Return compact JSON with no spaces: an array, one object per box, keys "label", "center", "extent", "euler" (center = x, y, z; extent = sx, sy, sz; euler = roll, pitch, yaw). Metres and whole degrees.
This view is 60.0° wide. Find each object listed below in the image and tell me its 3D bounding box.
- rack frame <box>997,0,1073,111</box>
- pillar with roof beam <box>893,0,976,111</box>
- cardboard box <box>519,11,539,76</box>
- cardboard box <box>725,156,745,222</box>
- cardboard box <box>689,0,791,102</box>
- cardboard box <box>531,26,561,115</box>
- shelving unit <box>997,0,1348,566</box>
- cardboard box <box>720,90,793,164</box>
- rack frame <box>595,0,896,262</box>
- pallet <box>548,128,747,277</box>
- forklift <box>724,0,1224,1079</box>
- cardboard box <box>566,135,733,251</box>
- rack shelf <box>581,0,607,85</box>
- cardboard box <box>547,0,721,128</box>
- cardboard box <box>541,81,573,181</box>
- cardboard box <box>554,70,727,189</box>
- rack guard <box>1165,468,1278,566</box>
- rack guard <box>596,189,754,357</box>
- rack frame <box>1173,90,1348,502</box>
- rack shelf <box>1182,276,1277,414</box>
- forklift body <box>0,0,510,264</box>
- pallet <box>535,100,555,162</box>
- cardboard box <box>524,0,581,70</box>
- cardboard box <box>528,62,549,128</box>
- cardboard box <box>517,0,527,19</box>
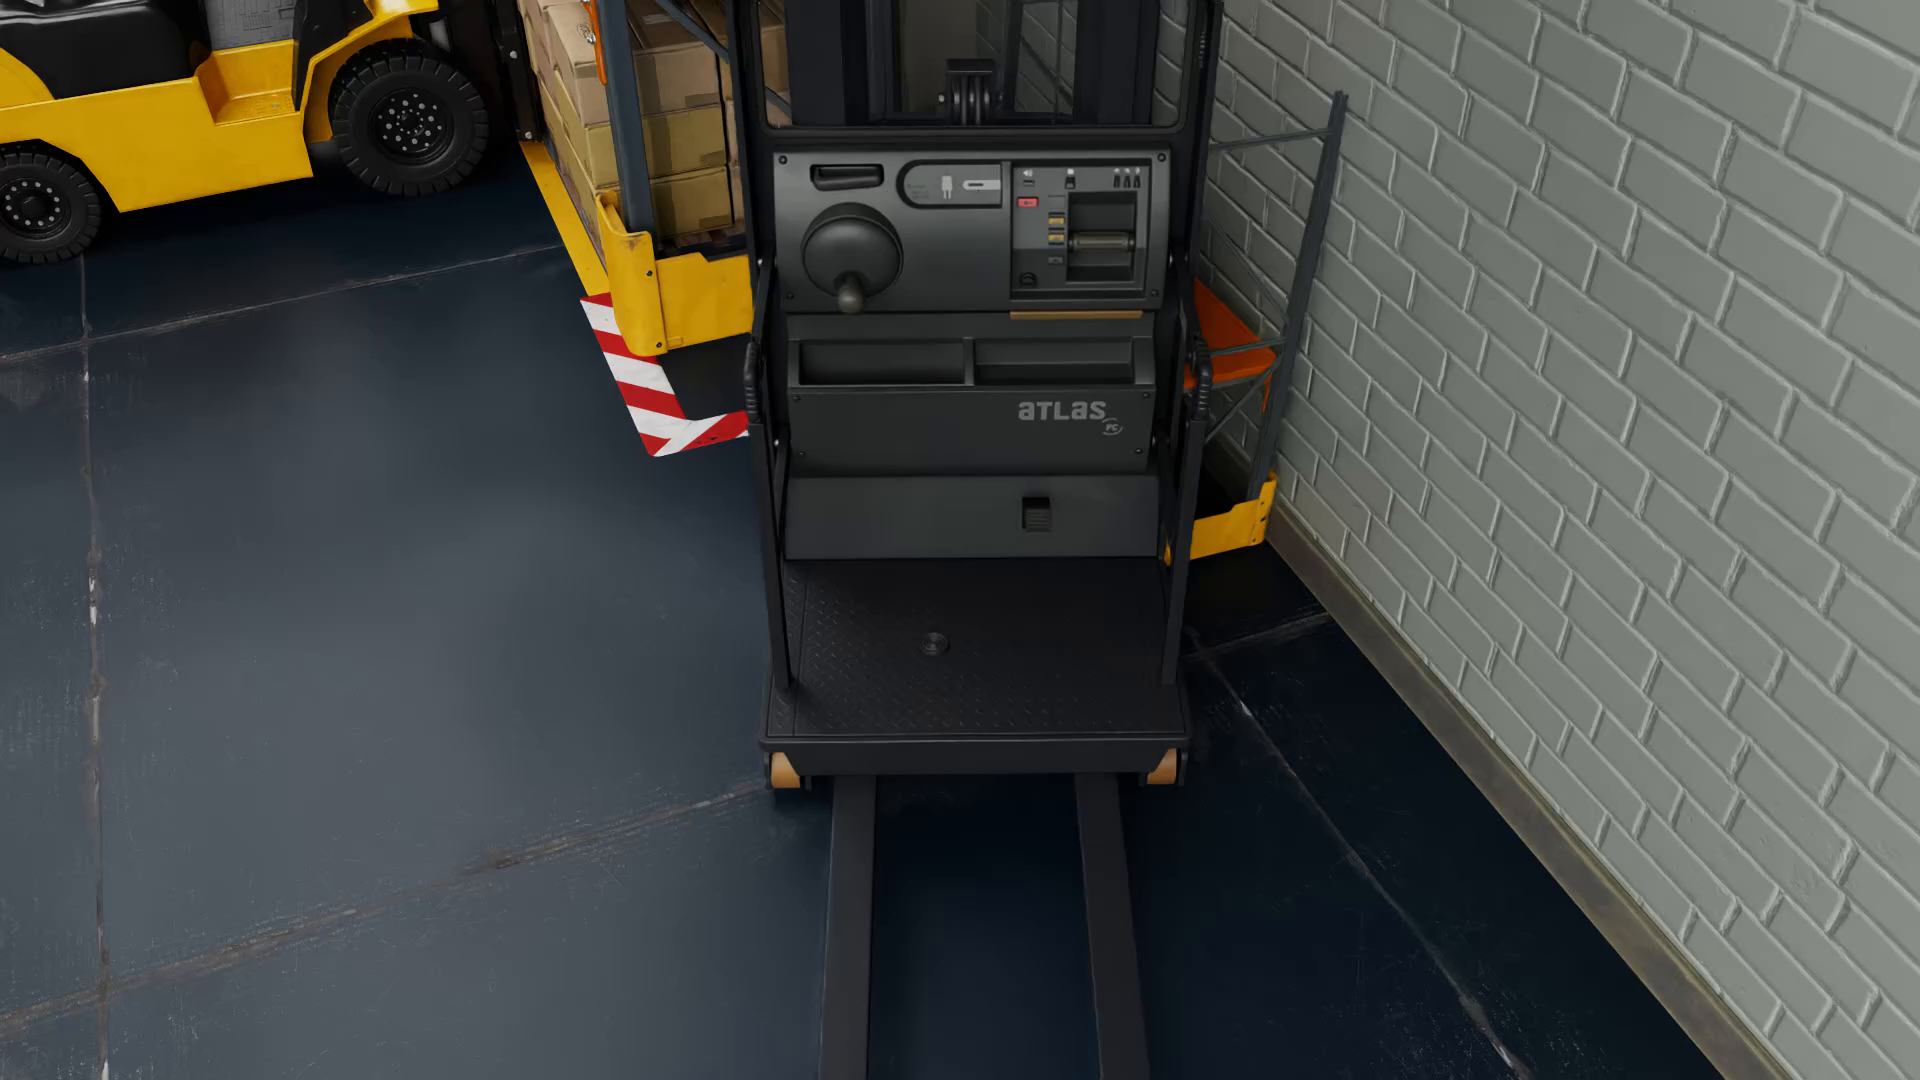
[{"label":"rack frame","center":[0.327,-1.135,5.384],"extent":[0.500,1.500,0.032],"euler":[-13,42,-20]},{"label":"pillar with roof beam","center":[-4.124,-3.897,2.879],"extent":[9.100,9.000,0.400],"euler":[-15,43,-17]},{"label":"cardboard box","center":[-1.587,-2.184,6.892],"extent":[0.500,0.250,0.500],"euler":[-16,43,-18]},{"label":"cardboard box","center":[-0.720,-1.513,6.496],"extent":[0.500,0.250,0.500],"euler":[-15,43,-17]},{"label":"cardboard box","center":[-0.722,-1.884,6.160],"extent":[0.500,0.250,0.500],"euler":[-16,43,-18]},{"label":"cardboard box","center":[-1.370,-1.878,6.537],"extent":[0.500,0.250,0.500],"euler":[-16,43,-17]},{"label":"shelving unit","center":[0.528,-0.836,5.038],"extent":[0.587,1.500,1.083],"euler":[-13,42,-20]},{"label":"cardboard box","center":[-0.701,-1.693,6.321],"extent":[0.500,0.250,0.500],"euler":[-14,43,-16]},{"label":"rack frame","center":[-0.713,-2.052,5.335],"extent":[1.000,3.000,0.127],"euler":[-15,43,-17]},{"label":"pallet","center":[-1.044,-1.445,6.768],"extent":[1.003,0.211,1.213],"euler":[-15,43,-17]},{"label":"forklift","center":[0.034,-0.654,3.762],"extent":[1.130,2.935,3.031],"euler":[0,41,-1]},{"label":"cardboard box","center":[-1.185,-1.373,6.332],"extent":[0.500,0.250,0.500],"euler":[-15,43,-17]},{"label":"rack shelf","center":[-1.478,-2.984,6.971],"extent":[1.077,0.370,4.000],"euler":[-15,43,-17]},{"label":"cardboard box","center":[-1.177,-1.747,6.001],"extent":[0.500,0.250,0.500],"euler":[-14,43,-15]},{"label":"cardboard box","center":[-1.366,-1.674,6.683],"extent":[0.500,0.250,0.500],"euler":[-15,43,-17]},{"label":"cardboard box","center":[-1.188,-1.573,6.182],"extent":[0.500,0.250,0.500],"euler":[-16,43,-17]},{"label":"rack guard","center":[0.686,-0.054,5.087],"extent":[0.587,0.250,0.087],"euler":[-13,42,-20]},{"label":"rack guard","center":[-0.704,-1.089,6.133],"extent":[1.175,0.500,0.348],"euler":[-15,43,-17]},{"label":"rack frame","center":[0.735,-0.526,4.680],"extent":[0.500,1.500,0.032],"euler":[-13,42,-20]},{"label":"rack shelf","center":[0.519,-0.691,5.145],"extent":[0.538,0.185,1.000],"euler":[-13,42,-20]},{"label":"forklift body","center":[-3.124,-2.417,6.411],"extent":[2.313,2.155,1.214],"euler":[-15,43,-17]},{"label":"pallet","center":[-1.507,-2.178,7.621],"extent":[1.003,0.211,1.213],"euler":[-15,43,-17]},{"label":"cardboard box","center":[-1.378,-2.053,6.357],"extent":[0.500,0.250,0.500],"euler":[-14,43,-16]},{"label":"cardboard box","center":[-1.549,-1.978,7.036],"extent":[0.500,0.250,0.500],"euler":[-15,43,-16]},{"label":"cardboard box","center":[-1.581,-2.355,6.707],"extent":[0.500,0.250,0.500],"euler":[-15,43,-16]}]
